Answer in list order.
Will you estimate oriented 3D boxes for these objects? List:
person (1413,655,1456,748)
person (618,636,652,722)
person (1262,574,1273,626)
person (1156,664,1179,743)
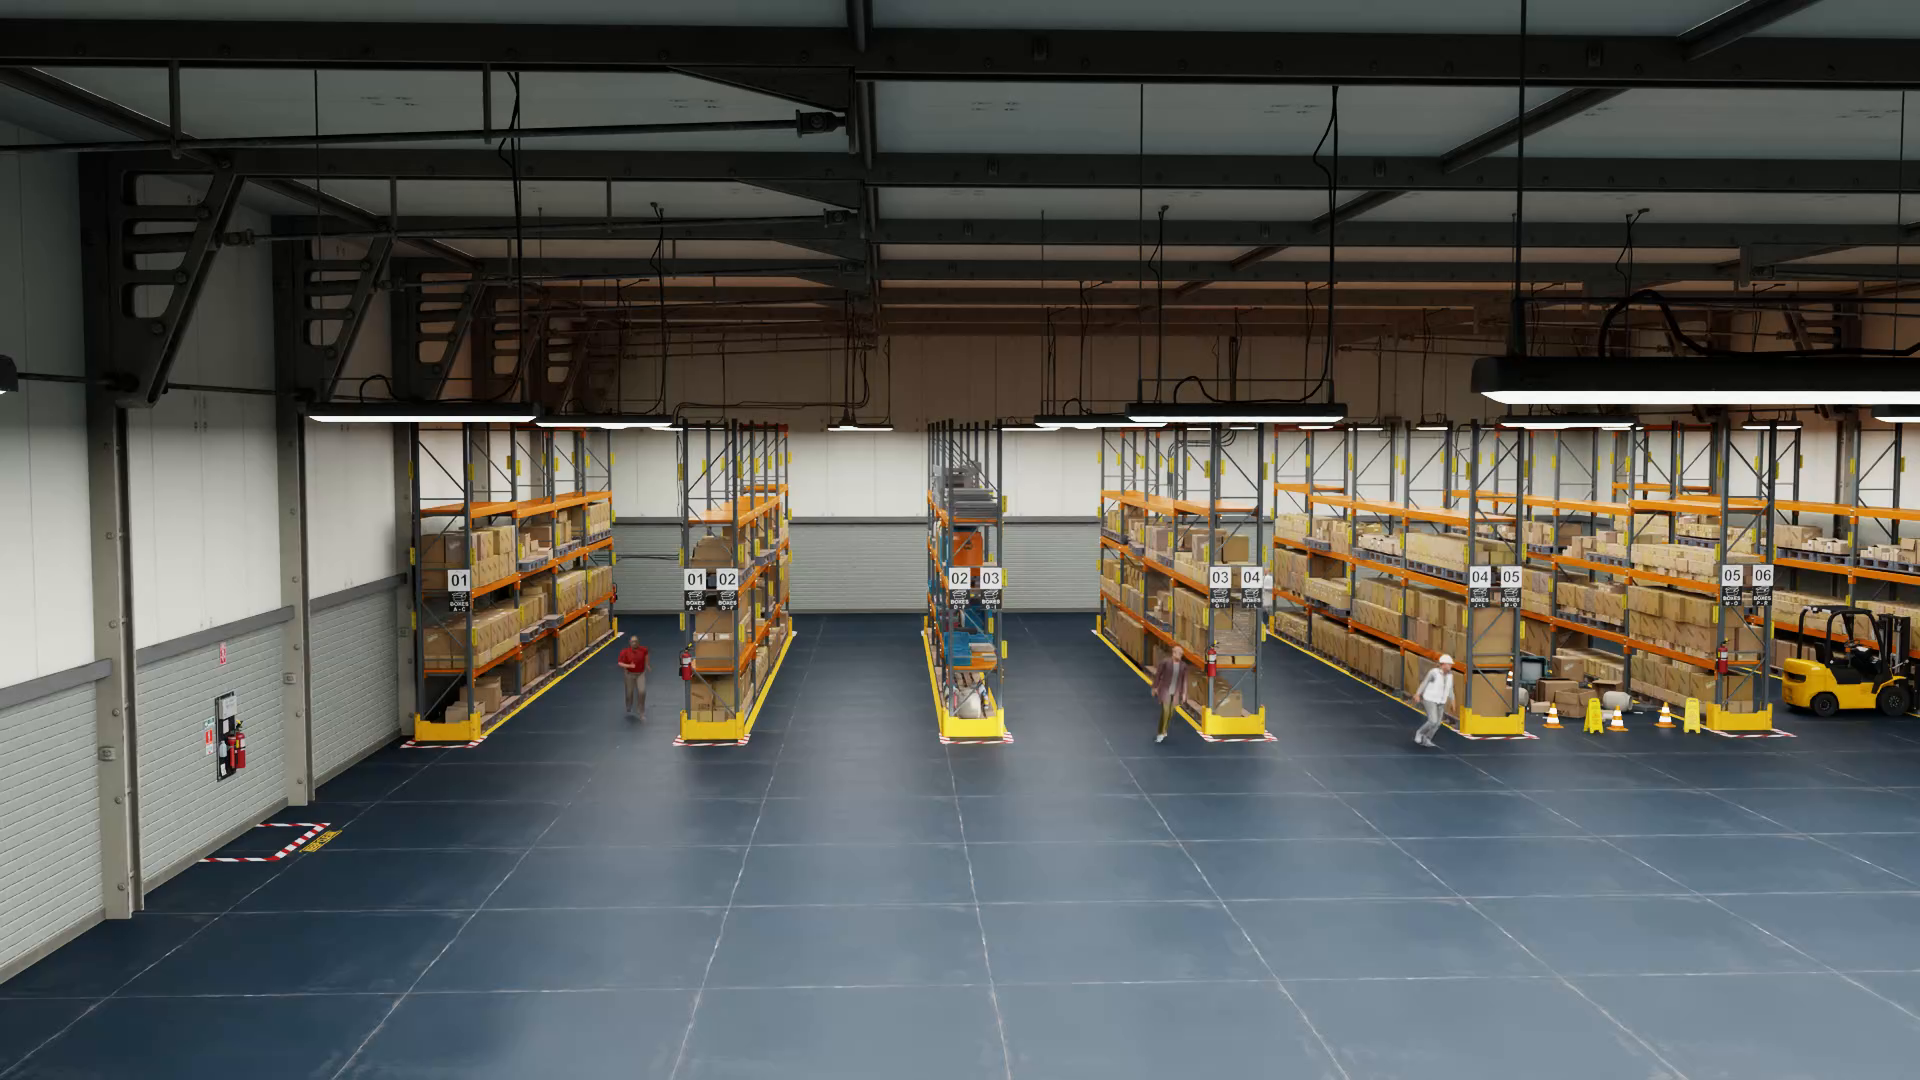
[{"bbox_3d":[8.652,2.926,30.232,0.645,1.716,0.623,-2,4,-26],"label":"person"},{"bbox_3d":[-6.516,2.749,33.328,0.674,1.709,0.999,-1,4,-17],"label":"person"},{"bbox_3d":[9.016,1.813,48.973,0.760,1.646,0.673,-3,5,-39],"label":"person"},{"bbox_3d":[3.877,2.980,31.149,0.670,1.554,0.617,-1,4,-18],"label":"person"}]
